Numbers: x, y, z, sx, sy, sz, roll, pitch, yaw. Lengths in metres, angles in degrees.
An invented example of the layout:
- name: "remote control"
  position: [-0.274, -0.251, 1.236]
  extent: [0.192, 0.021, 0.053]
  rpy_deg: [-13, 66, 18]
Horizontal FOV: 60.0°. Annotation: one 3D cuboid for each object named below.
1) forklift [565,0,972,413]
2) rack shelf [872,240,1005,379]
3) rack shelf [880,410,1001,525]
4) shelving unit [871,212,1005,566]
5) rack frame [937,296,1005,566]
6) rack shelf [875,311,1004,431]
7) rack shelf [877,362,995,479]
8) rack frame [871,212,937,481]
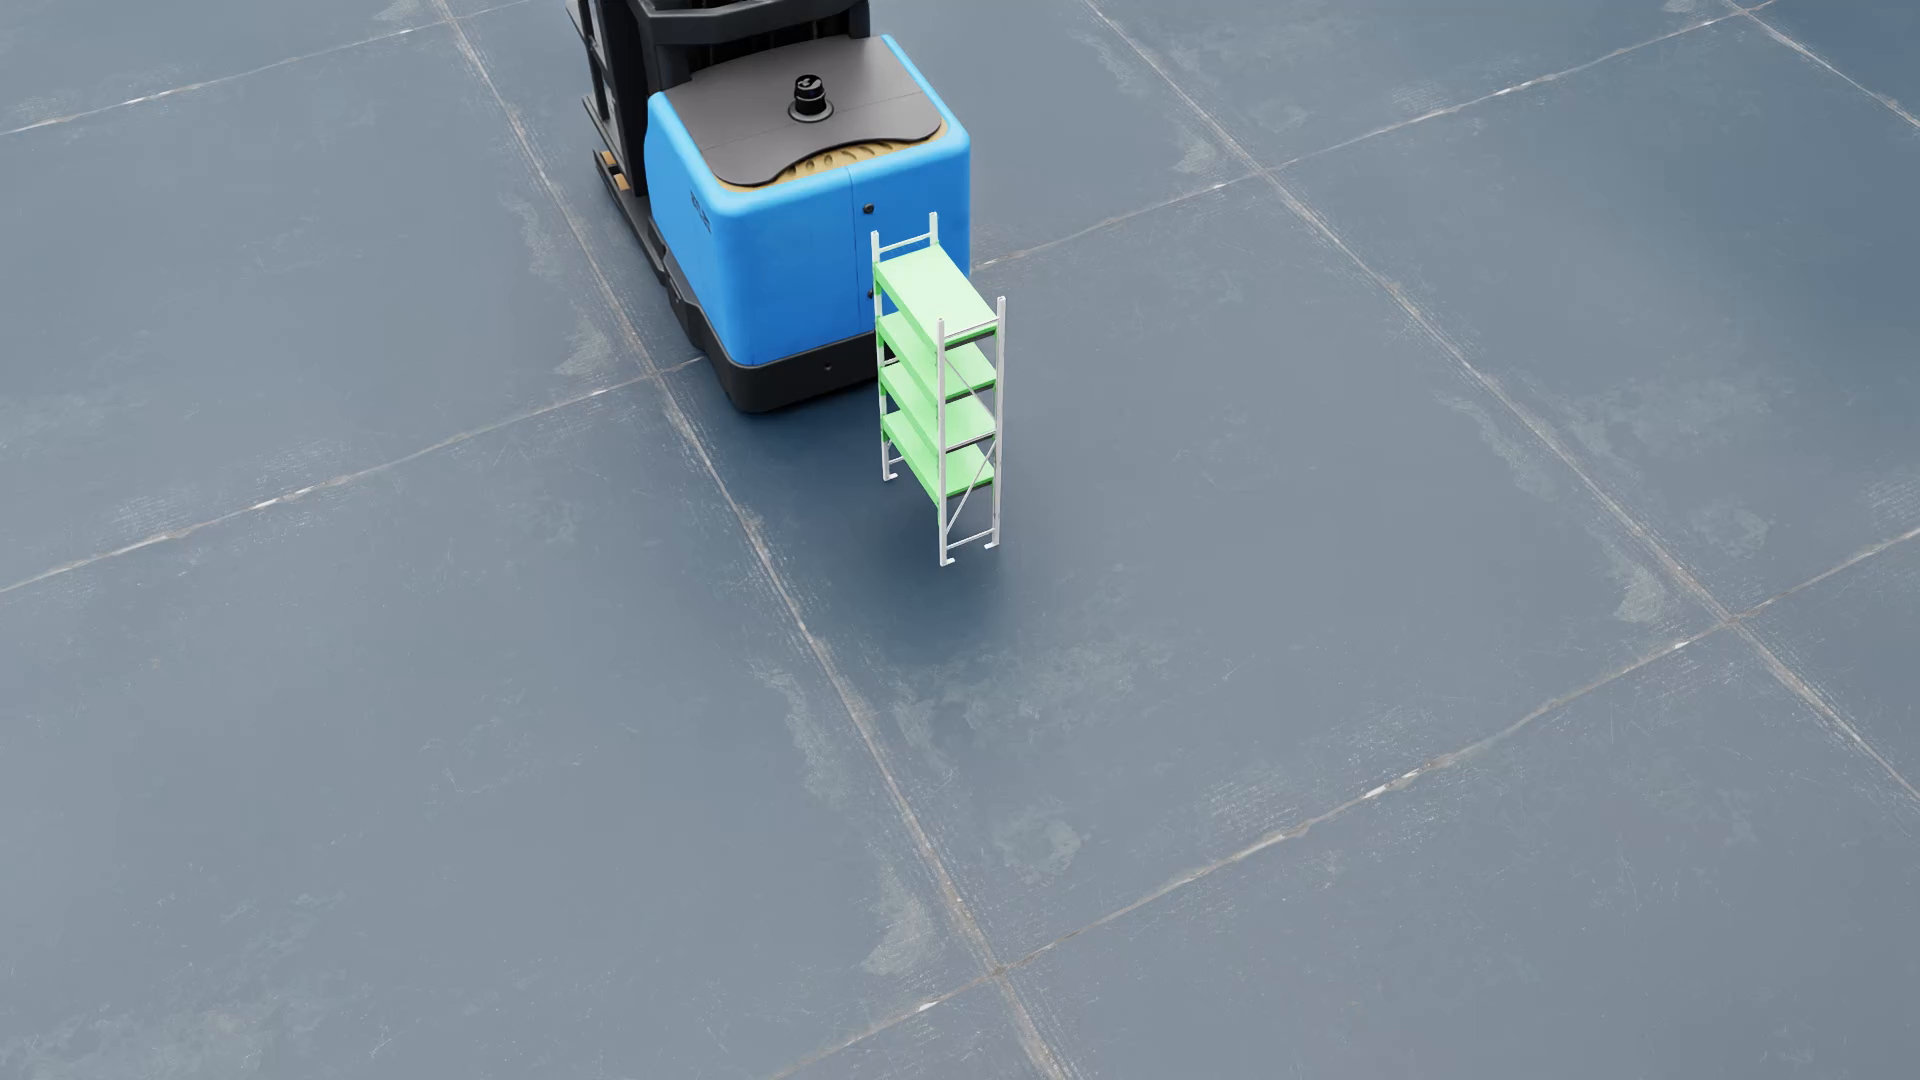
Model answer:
- name: "forklift"
  position: [-1.027, -2.595, 6.573]
  extent: [1.130, 2.935, 3.031]
  rpy_deg: [-19, 52, -16]
- name: "rack shelf"
  position: [-0.076, -0.780, 5.582]
  extent: [0.258, 0.148, 0.480]
  rpy_deg: [-21, 52, -18]
- name: "rack shelf"
  position: [-0.076, -0.306, 6.124]
  extent: [0.258, 0.148, 0.480]
  rpy_deg: [-21, 52, -18]
- name: "shelving unit"
  position: [-0.076, -0.506, 5.895]
  extent: [0.258, 1.200, 0.503]
  rpy_deg: [-21, 52, -18]
- name: "rack frame"
  position: [0.036, -0.342, 5.752]
  extent: [0.240, 1.200, 0.015]
  rpy_deg: [-21, 52, -18]
- name: "rack shelf"
  position: [-0.076, -0.622, 5.763]
  extent: [0.258, 0.148, 0.480]
  rpy_deg: [-21, 52, -18]
- name: "rack shelf"
  position: [-0.076, -0.464, 5.943]
  extent: [0.258, 0.148, 0.480]
  rpy_deg: [-21, 52, -18]
- name: "rack frame"
  position: [-0.187, -0.669, 6.038]
  extent: [0.240, 1.200, 0.015]
  rpy_deg: [-21, 52, -18]
